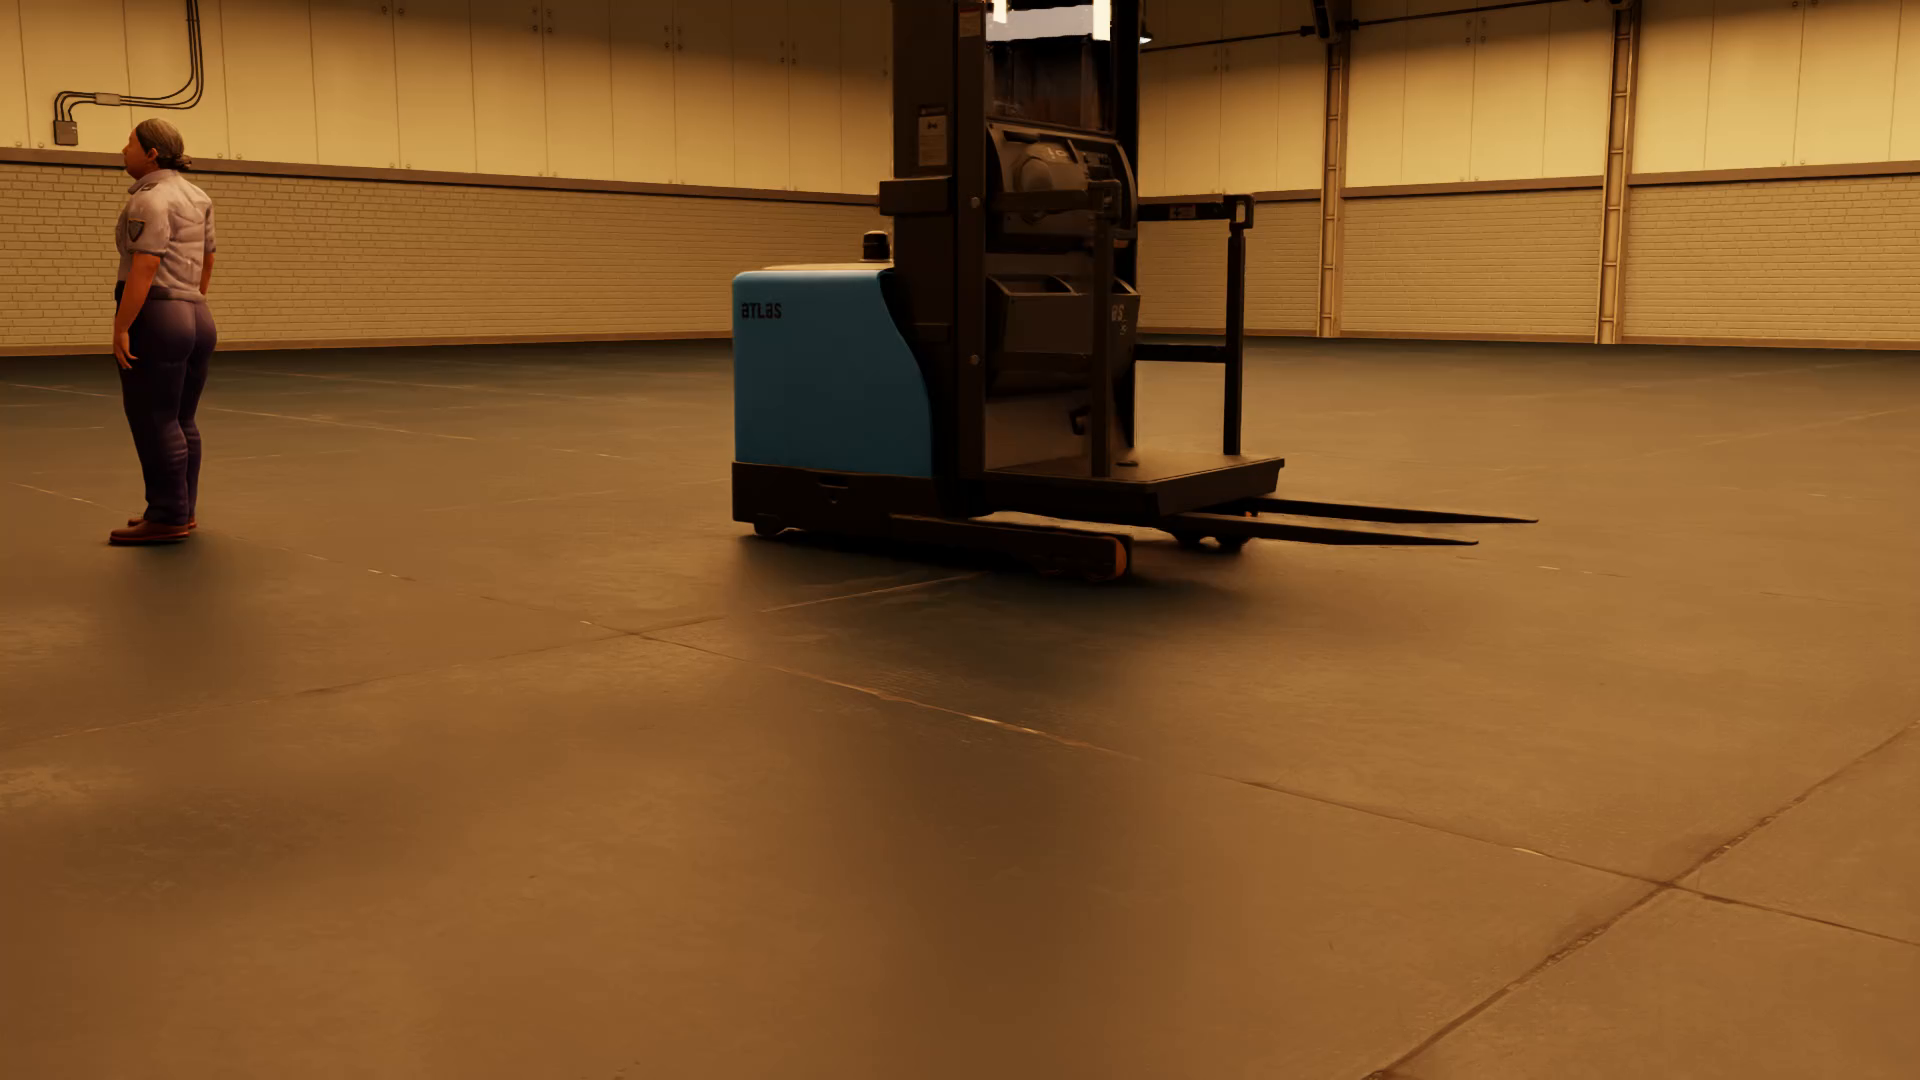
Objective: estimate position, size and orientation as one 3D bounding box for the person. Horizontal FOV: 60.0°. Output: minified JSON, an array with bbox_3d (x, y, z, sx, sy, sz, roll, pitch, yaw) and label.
[{"bbox_3d":[-3.238,-0.815,6.599,0.495,1.643,0.590,0,9,2],"label":"person"}]

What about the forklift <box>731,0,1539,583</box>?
[{"bbox_3d":[0.559,-1.391,6.113,3.031,2.935,1.130,6,11,36],"label":"forklift"}]
